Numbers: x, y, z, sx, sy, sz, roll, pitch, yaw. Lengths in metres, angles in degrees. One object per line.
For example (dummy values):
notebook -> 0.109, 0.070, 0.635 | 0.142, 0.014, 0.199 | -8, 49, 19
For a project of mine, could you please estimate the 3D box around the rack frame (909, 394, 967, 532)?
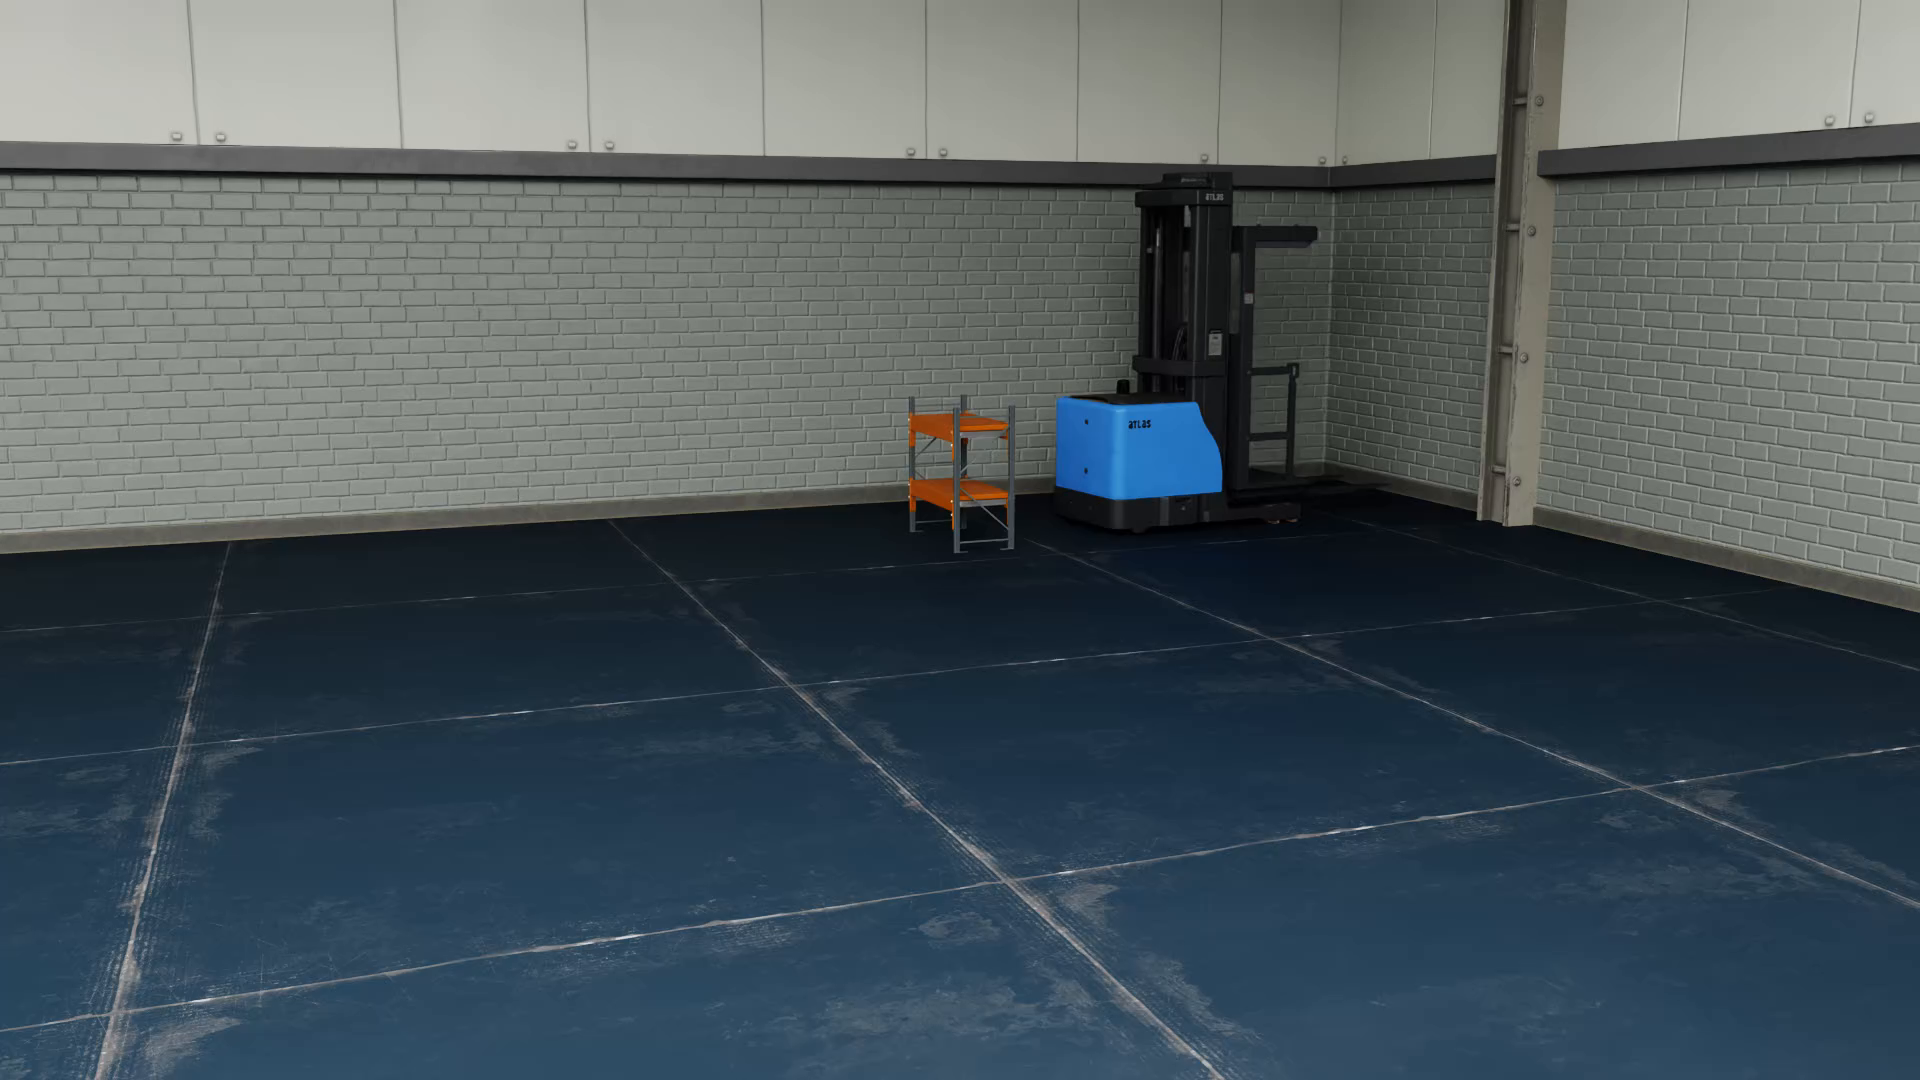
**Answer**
rack frame -> -0.182, -0.636, 13.782 | 0.500, 1.125, 0.032 | -4, 11, -21

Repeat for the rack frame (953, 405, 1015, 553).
rack frame -> 0.187, -0.470, 12.849 | 0.500, 1.125, 0.032 | -4, 11, -21

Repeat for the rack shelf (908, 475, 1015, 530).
rack shelf -> 0.002, -0.312, 13.358 | 0.538, 0.278, 1.000 | -4, 11, -21

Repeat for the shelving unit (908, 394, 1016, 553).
shelving unit -> 0.002, -0.553, 13.315 | 0.538, 1.125, 1.048 | -4, 11, -21

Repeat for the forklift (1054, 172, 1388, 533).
forklift -> 2.355, -1.655, 14.353 | 3.031, 2.935, 1.130 | -5, 11, -27

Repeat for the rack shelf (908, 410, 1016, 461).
rack shelf -> 0.002, -0.841, 13.264 | 0.538, 0.278, 1.000 | -4, 11, -21

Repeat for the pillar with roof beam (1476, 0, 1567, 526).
pillar with roof beam -> 0.679, -4.313, 11.974 | 9.100, 9.000, 0.400 | -4, 11, -21
